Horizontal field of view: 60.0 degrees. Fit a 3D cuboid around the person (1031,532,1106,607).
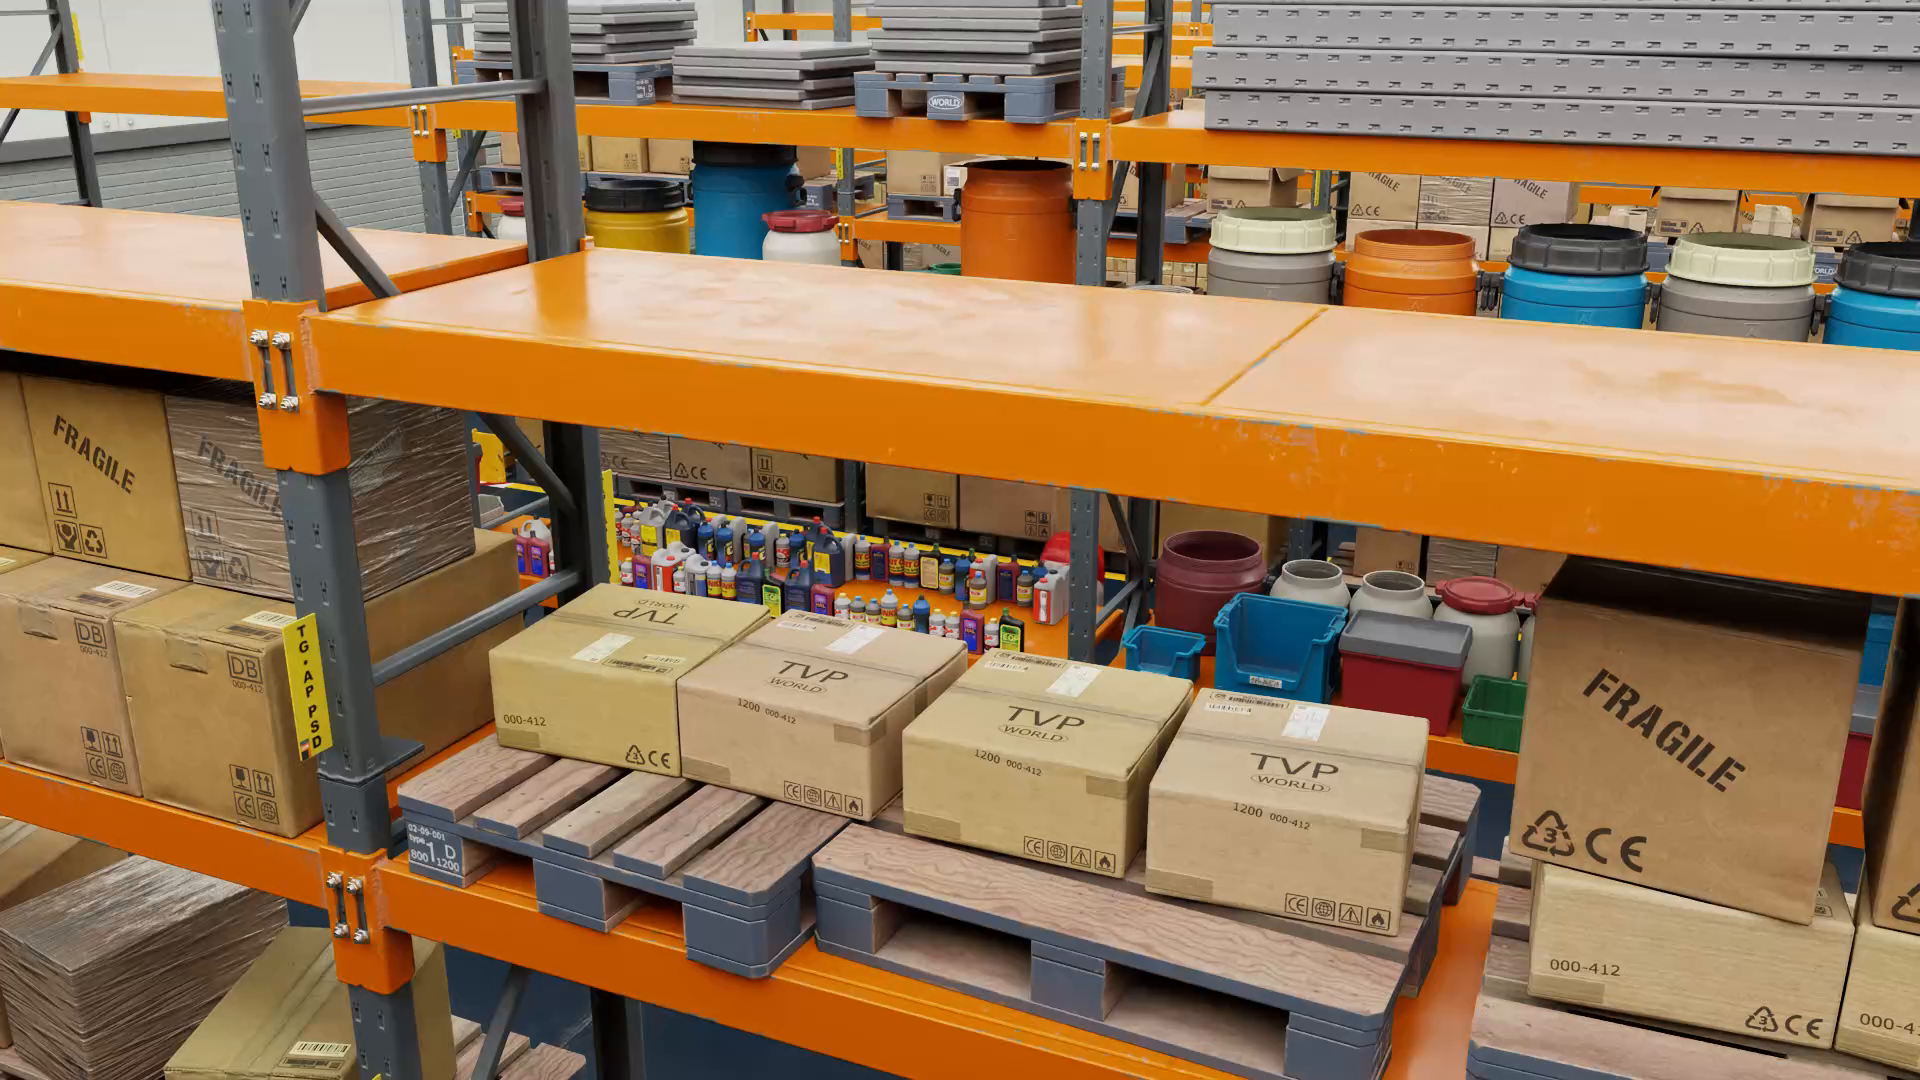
[{"bbox_3d":[0.820,0.357,12.556,0.531,0.791,0.945,8,20,21],"label":"person"}]
